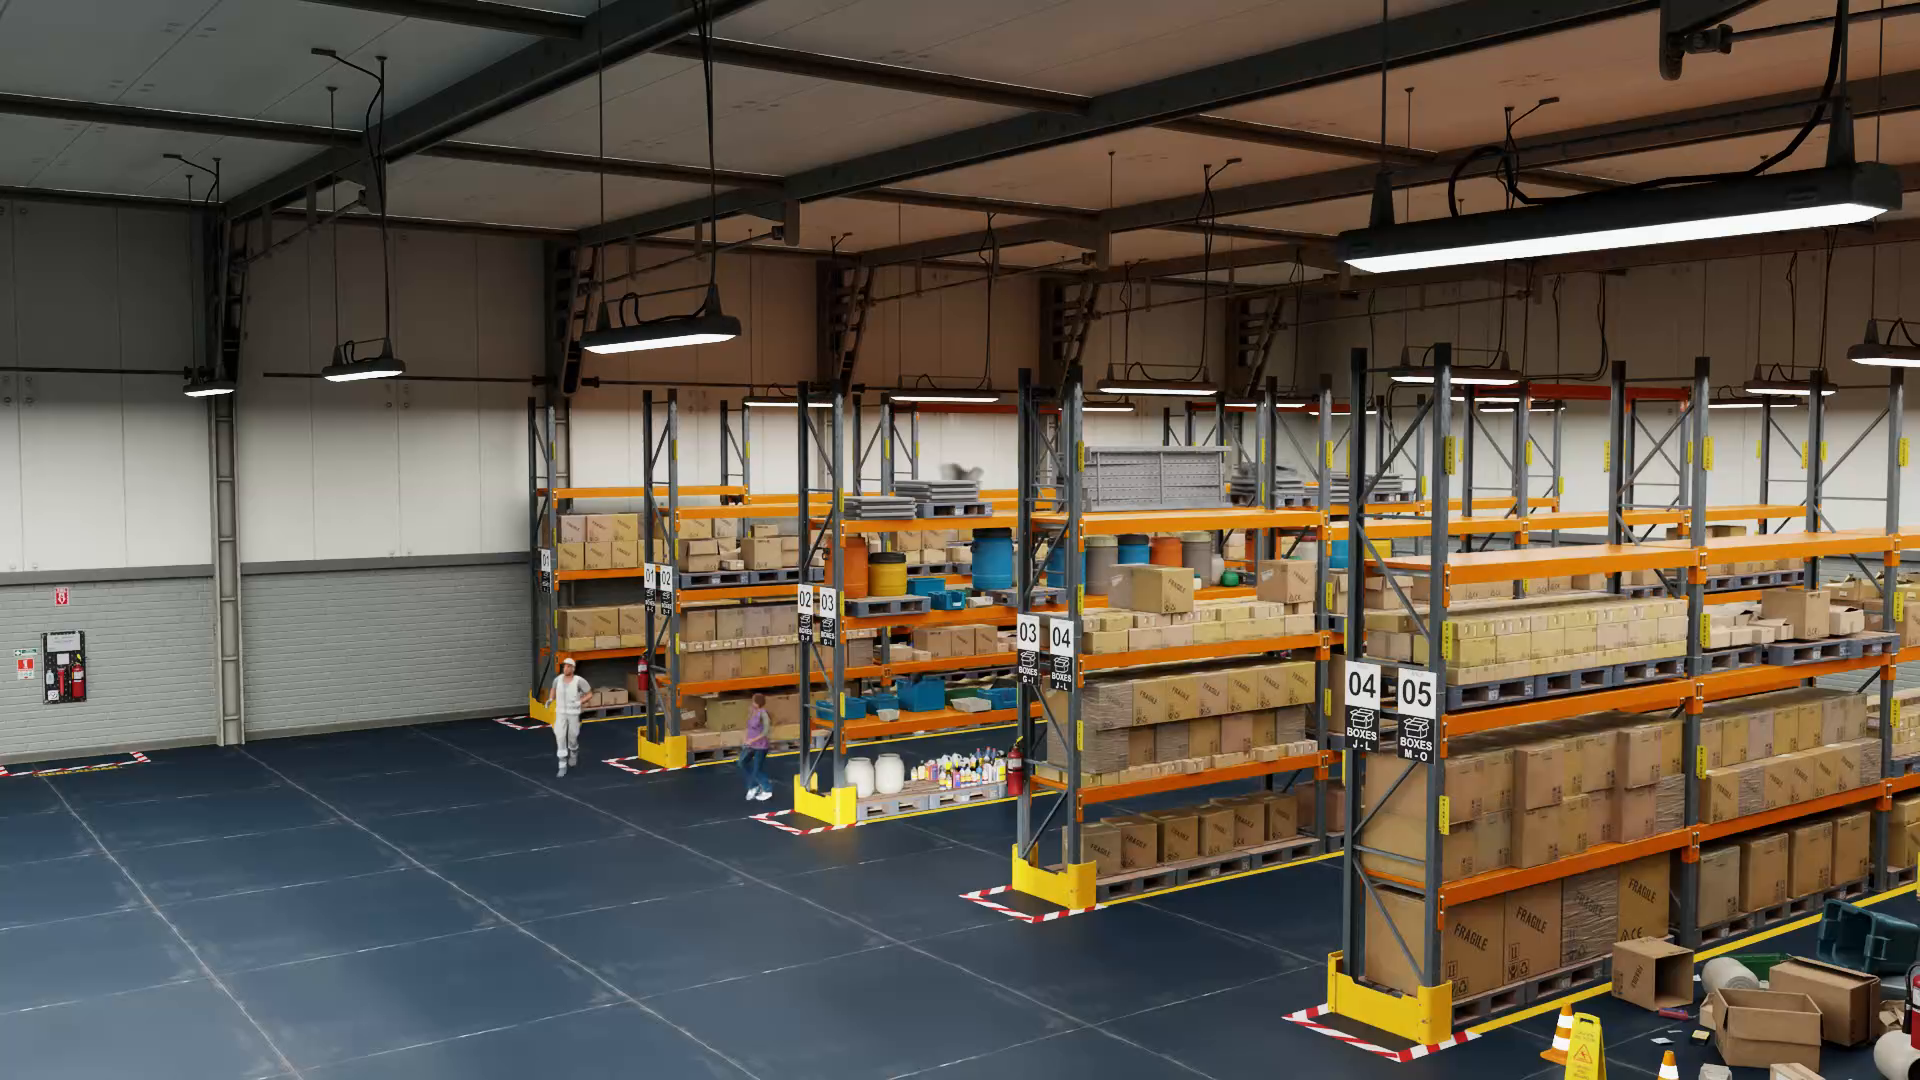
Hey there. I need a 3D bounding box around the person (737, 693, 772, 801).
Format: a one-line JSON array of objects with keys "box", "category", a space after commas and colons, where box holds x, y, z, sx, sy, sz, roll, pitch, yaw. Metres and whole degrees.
[{"box": [-2.912, 3.024, 23.881, 0.550, 1.475, 0.581, -3, 4, -39], "category": "person"}]

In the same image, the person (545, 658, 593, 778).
[{"box": [-6.102, 2.746, 25.978, 0.708, 1.813, 0.868, 0, 3, 4], "category": "person"}]

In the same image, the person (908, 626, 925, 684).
[{"box": [-0.870, 2.465, 31.897, 0.549, 1.610, 0.548, -2, 4, -31], "category": "person"}]
